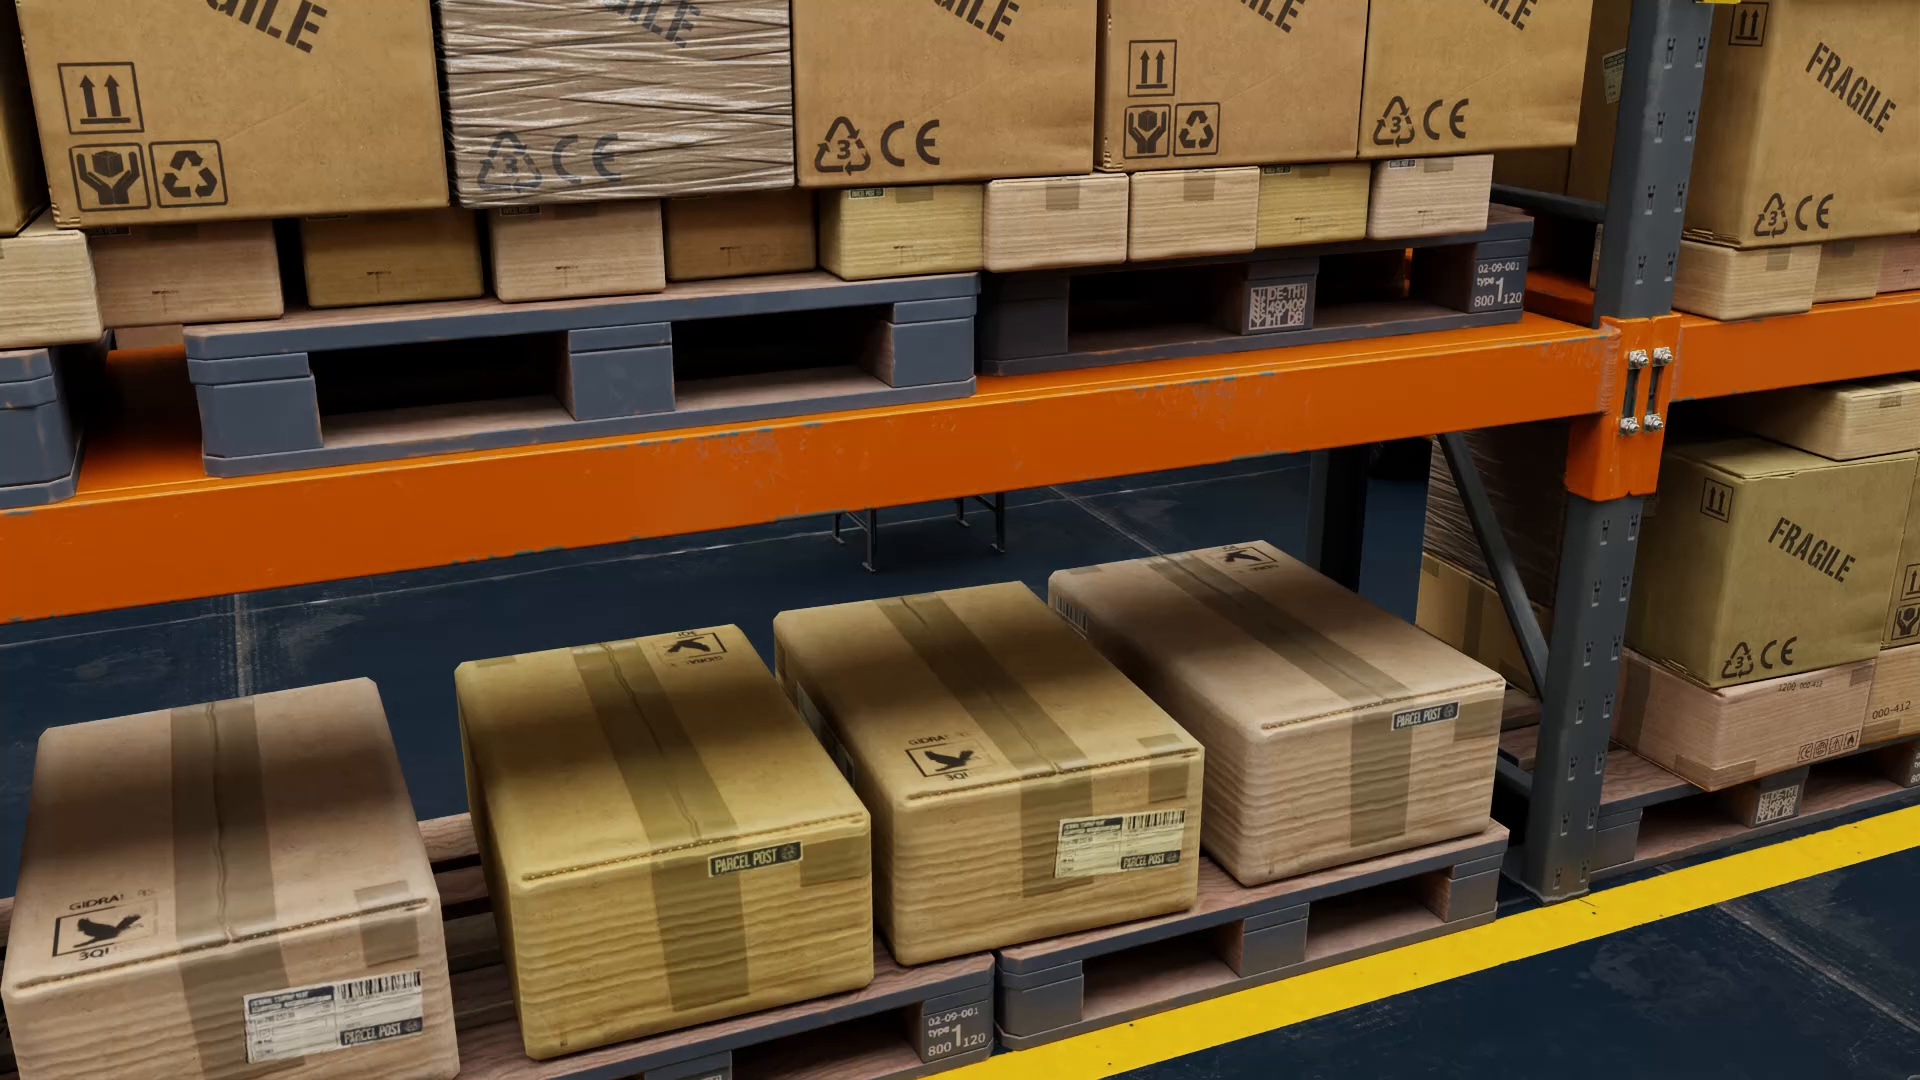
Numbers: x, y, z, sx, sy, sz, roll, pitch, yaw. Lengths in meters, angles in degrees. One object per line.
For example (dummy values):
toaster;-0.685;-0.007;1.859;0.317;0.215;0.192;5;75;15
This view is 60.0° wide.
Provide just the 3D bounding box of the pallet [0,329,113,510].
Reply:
pallet;-1.900;-0.267;2.553;1.003;0.211;1.213;-8;21;-22

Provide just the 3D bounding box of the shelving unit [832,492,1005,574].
shelving unit;-0.152;-0.969;5.611;0.503;2.100;0.431;-8;21;-22

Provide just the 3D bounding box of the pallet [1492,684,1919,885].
pallet;1.763;0.459;4.402;1.213;0.211;1.003;-8;21;-22

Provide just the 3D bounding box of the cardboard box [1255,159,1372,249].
cardboard box;0.548;-0.656;3.114;0.250;0.149;0.380;-9;21;-24

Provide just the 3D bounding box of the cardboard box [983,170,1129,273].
cardboard box;0.093;-0.577;2.889;0.250;0.149;0.380;-8;21;-21

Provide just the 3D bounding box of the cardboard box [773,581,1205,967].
cardboard box;0.021;0.449;3.554;0.625;0.372;0.950;-7;21;-19

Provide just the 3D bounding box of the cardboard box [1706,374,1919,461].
cardboard box;1.948;-0.312;3.793;0.250;0.149;0.380;-8;21;-21

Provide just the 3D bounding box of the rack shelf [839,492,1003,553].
rack shelf;-0.152;-0.295;5.848;0.480;0.518;0.431;-8;21;-22

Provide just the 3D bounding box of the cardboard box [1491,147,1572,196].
cardboard box;1.470;-1.079;3.972;0.500;0.500;0.500;-9;21;-23

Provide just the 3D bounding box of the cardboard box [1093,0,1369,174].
cardboard box;0.373;-0.947;2.964;0.500;0.500;0.500;-8;21;-22

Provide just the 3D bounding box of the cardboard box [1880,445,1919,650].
cardboard box;2.296;-0.082;4.116;0.500;0.500;0.500;-7;21;-20

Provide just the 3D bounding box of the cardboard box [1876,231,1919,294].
cardboard box;2.020;-0.676;3.804;0.250;0.149;0.380;-8;21;-22

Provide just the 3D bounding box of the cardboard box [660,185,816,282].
cardboard box;-0.428;-0.552;2.820;0.250;0.149;0.380;-9;21;-24

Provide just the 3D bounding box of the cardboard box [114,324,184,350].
cardboard box;-3.307;-0.989;7.257;0.625;0.625;0.875;-7;21;-20

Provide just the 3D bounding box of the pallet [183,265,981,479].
pallet;-0.711;-0.414;2.969;1.213;0.211;1.003;-8;21;-22

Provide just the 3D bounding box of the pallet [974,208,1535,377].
pallet;0.401;-0.611;3.529;1.213;0.211;1.003;-8;21;-22

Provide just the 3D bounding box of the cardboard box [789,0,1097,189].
cardboard box;-0.104;-0.881;2.776;0.500;0.500;0.500;-7;21;-20

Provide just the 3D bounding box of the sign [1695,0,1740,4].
sign;1.384;-1.135;2.985;0.005;0.325;0.100;-8;21;-22

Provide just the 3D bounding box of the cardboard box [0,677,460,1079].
cardboard box;-1.315;0.639;3.014;0.625;0.372;0.950;-9;21;-23

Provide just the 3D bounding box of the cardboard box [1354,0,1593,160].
cardboard box;0.827;-1.012;3.150;0.500;0.500;0.500;-9;21;-23

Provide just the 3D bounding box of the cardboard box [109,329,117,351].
cardboard box;-3.904;-0.900;7.006;0.625;0.625;0.875;-7;21;-20

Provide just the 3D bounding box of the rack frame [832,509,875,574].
rack frame;-0.376;-0.937;5.520;0.015;2.100;0.400;-8;21;-22

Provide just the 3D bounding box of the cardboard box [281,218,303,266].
cardboard box;-1.111;-0.596;2.943;0.250;0.149;0.380;-8;21;-22

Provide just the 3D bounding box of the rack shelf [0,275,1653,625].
rack shelf;-0.676;-0.155;3.029;4.000;0.370;1.077;-8;21;-22

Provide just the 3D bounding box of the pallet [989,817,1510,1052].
pallet;0.446;0.661;3.828;1.213;0.211;1.003;-8;21;-22

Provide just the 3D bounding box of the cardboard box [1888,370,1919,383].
cardboard box;2.419;-0.380;3.987;0.250;0.149;0.380;-7;21;-20

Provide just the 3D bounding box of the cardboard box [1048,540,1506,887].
cardboard box;0.680;0.354;3.826;0.625;0.372;0.950;-8;21;-21

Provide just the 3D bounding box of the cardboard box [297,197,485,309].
cardboard box;-0.903;-0.480;2.616;0.250;0.149;0.380;-7;21;-20

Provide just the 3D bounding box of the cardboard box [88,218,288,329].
cardboard box;-1.147;-0.431;2.476;0.250;0.149;0.380;-7;21;-19

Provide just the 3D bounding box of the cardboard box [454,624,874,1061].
cardboard box;-0.617;0.541;3.293;0.625;0.372;0.950;-7;21;-20

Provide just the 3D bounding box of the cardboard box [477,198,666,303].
cardboard box;-0.637;-0.495;2.657;0.250;0.149;0.380;-7;21;-20

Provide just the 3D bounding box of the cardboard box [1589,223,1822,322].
cardboard box;1.577;-0.583;3.539;0.250;0.149;0.380;-8;21;-22

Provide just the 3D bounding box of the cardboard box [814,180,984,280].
cardboard box;-0.145;-0.555;2.829;0.250;0.149;0.380;-8;21;-22

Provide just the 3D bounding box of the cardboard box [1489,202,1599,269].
cardboard box;1.335;-0.774;4.083;0.250;0.149;0.380;-8;21;-22

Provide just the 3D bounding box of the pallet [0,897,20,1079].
pallet;-1.794;0.982;2.916;1.213;0.211;1.003;-8;21;-22

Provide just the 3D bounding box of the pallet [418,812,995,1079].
pallet;-0.676;0.822;3.369;1.213;0.211;1.003;-8;21;-22

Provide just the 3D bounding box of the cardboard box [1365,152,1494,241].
cardboard box;0.798;-0.685;3.198;0.250;0.149;0.380;-8;21;-21

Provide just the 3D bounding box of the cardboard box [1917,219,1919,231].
cardboard box;2.127;-0.991;3.722;0.500;0.500;0.500;-8;21;-22

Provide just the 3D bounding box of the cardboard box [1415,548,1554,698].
cardboard box;1.597;0.182;4.498;0.500;0.250;0.500;-7;21;-19

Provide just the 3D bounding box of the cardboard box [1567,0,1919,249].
cardboard box;1.675;-0.918;3.514;0.500;0.500;0.500;-8;21;-22

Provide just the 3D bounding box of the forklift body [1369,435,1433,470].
forklift body;1.845;-1.591;7.302;1.214;2.155;2.313;-8;21;-22

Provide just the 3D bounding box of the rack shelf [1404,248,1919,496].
rack shelf;2.997;-0.681;4.524;4.000;0.370;1.077;-8;21;-22

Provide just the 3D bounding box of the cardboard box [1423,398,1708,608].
cardboard box;1.598;-0.172;4.373;0.500;0.500;0.500;-8;21;-23

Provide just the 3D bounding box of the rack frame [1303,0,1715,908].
rack frame;1.161;-0.758;3.657;0.127;3.000;1.000;-8;21;-22

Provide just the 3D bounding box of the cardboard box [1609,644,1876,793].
cardboard box;1.809;0.346;4.031;0.500;0.250;0.500;-9;21;-24

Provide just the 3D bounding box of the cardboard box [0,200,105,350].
cardboard box;-1.337;-0.376;2.319;0.250;0.149;0.380;-8;21;-22

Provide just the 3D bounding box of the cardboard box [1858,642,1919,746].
cardboard box;2.295;0.272;4.240;0.500;0.250;0.500;-7;21;-19

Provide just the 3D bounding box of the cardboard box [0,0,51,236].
cardboard box;-1.532;-0.676;2.195;0.500;0.500;0.500;-7;21;-19

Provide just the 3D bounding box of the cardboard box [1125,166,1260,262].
cardboard box;0.326;-0.611;2.987;0.250;0.149;0.380;-9;21;-23

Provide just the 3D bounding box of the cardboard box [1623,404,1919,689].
cardboard box;1.809;-0.008;3.906;0.500;0.500;0.500;-7;21;-19

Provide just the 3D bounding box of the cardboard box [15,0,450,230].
cardboard box;-1.047;-0.748;2.400;0.500;0.500;0.500;-8;21;-21

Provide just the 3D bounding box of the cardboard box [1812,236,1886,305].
cardboard box;1.788;-0.632;3.678;0.250;0.149;0.380;-8;21;-20

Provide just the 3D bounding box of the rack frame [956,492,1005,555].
rack frame;0.072;-1.001;5.703;0.015;2.100;0.400;-8;21;-22

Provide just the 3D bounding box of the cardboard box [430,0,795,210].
cardboard box;-0.584;-0.812;2.580;0.500;0.500;0.500;-9;21;-24
